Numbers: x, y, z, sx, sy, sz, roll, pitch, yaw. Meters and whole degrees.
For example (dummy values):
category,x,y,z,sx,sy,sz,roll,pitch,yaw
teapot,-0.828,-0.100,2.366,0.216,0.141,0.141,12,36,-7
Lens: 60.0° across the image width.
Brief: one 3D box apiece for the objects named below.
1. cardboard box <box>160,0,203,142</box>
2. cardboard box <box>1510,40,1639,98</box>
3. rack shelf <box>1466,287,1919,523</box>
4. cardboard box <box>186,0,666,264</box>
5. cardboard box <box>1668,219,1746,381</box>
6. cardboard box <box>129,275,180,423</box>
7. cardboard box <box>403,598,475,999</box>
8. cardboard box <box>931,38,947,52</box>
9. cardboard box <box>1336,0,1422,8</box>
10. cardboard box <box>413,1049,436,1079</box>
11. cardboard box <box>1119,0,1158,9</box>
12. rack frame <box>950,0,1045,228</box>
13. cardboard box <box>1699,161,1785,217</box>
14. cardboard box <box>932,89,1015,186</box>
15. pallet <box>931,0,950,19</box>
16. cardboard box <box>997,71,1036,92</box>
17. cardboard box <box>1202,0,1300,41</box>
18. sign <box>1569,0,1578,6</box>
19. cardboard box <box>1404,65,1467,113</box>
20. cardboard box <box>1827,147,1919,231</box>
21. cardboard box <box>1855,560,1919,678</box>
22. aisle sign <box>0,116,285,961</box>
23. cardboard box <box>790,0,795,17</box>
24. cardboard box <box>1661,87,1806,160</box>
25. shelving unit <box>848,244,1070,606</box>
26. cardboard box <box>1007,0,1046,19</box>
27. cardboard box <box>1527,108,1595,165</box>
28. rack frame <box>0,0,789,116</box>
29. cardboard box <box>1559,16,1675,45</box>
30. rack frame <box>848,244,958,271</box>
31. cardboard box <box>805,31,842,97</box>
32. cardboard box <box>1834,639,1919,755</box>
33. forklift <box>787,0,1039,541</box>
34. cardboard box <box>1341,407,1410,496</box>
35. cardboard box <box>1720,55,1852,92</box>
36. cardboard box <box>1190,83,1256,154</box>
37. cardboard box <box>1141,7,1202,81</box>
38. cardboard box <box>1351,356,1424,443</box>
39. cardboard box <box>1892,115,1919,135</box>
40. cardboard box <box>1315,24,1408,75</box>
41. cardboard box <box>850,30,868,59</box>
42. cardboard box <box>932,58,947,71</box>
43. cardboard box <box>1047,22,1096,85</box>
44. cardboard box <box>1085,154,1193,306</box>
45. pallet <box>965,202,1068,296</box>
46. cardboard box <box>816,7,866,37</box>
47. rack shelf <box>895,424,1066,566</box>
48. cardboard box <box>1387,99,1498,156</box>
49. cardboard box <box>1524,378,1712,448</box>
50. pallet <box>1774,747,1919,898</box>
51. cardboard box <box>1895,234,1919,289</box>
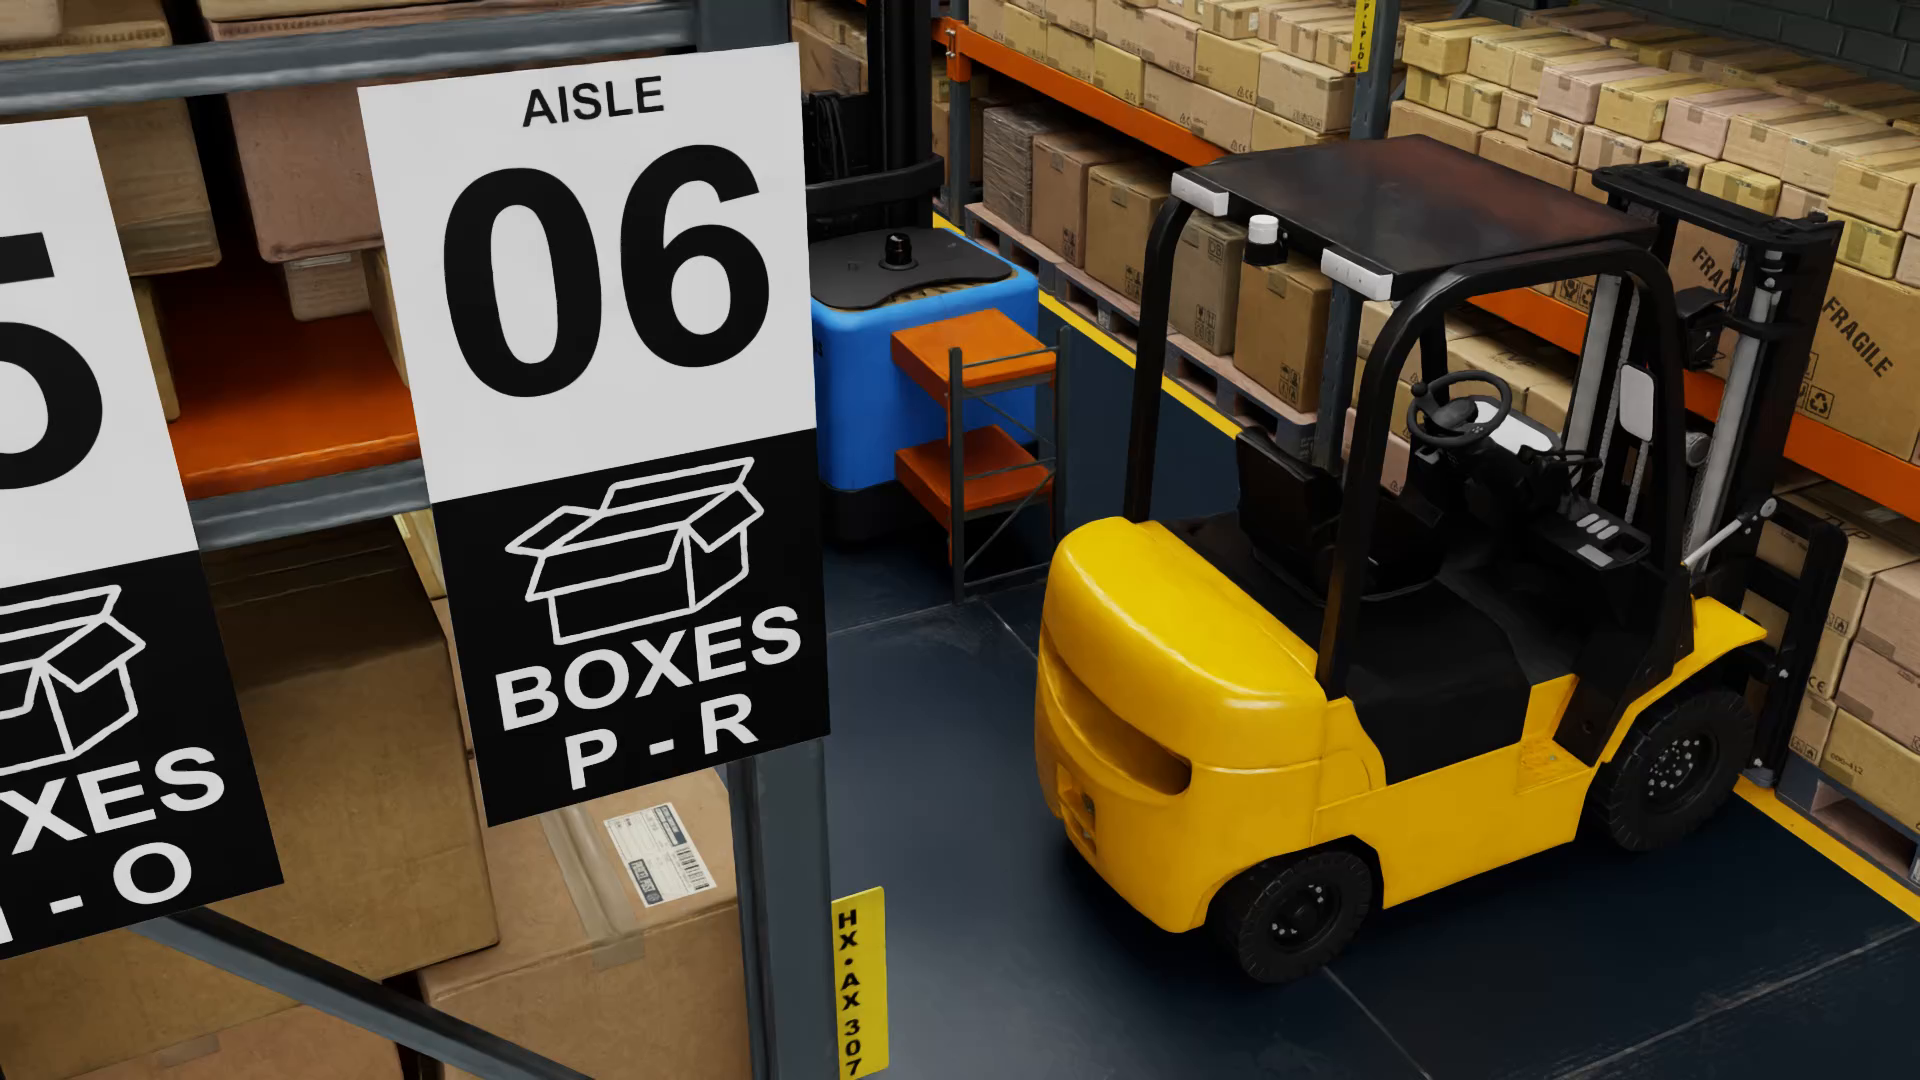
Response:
category,x,y,z,sx,sy,sz,roll,pitch,yaw
cardboard box,-1.301,-0.673,2.166,0.500,0.250,0.500,-14,32,-23
cardboard box,2.310,-1.762,6.256,0.380,0.149,0.250,-14,32,-23
rack shelf,2.988,-0.519,5.845,1.077,0.370,4.000,-13,32,-22
cardboard box,-0.610,-0.556,1.958,0.500,0.250,0.500,-14,32,-23
cardboard box,2.738,-0.833,5.566,0.500,0.500,0.500,-13,32,-22
cardboard box,-1.041,-0.203,1.736,0.380,0.149,0.250,-13,32,-22
cardboard box,-0.813,0.425,3.018,0.500,0.500,0.500,-12,31,-20
cardboard box,0.012,-3.616,12.094,0.380,0.149,0.250,-14,32,-23
cardboard box,1.998,-2.483,7.846,0.380,0.149,0.250,-13,32,-22
cardboard box,-0.715,0.902,2.832,0.380,0.149,0.250,-13,32,-21
cardboard box,1.023,-2.806,8.422,0.380,0.149,0.250,-14,32,-23
rack frame,0.412,-3.483,10.395,1.000,3.000,0.127,-13,32,-22
cardboard box,2.674,-1.160,5.486,0.380,0.149,0.250,-14,32,-23
cardboard box,0.036,-2.718,11.156,0.500,0.500,0.500,-12,31,-21
pallet,0.058,-3.684,10.950,1.213,0.211,1.003,-13,32,-22
cardboard box,0.470,-3.155,11.273,0.380,0.149,0.250,-11,31,-19
cardboard box,1.365,-2.465,7.814,0.380,0.149,0.250,-14,32,-24
sign,2.630,-2.246,7.222,0.100,0.325,0.005,-13,32,-22
cardboard box,2.029,-1.847,6.711,0.380,0.149,0.250,-14,32,-23
cardboard box,2.864,-1.063,5.008,0.380,0.149,0.250,-12,32,-21
cardboard box,3.143,0.268,5.064,0.500,0.250,0.500,-12,32,-21
aisle sign,-0.870,0.049,1.438,0.394,0.787,0.004,-13,32,-22
cardboard box,-1.203,-4.306,13.325,0.380,0.149,0.250,-14,32,-23
cardboard box,2.623,-1.417,5.641,0.380,0.149,0.250,-13,32,-22
shelving unit,-0.021,-0.507,6.987,0.538,1.125,1.048,-14,33,-21
cardboard box,0.596,-3.167,9.474,0.500,0.250,0.500,-12,31,-20
cardboard box,2.317,-1.499,6.091,0.380,0.149,0.250,-12,32,-21
rack frame,-0.635,-1.522,0.764,1.000,3.000,0.127,-13,32,-22
cardboard box,2.609,-1.976,6.637,0.380,0.149,0.250,-14,32,-23
rack frame,-0.237,-0.736,7.386,0.500,1.125,0.032,-14,33,-21
cardboard box,-0.853,-3.628,12.779,0.500,0.500,0.500,-14,32,-23
cardboard box,3.150,0.475,5.206,0.500,0.250,0.500,-13,32,-22
forklift,-0.841,-1.956,7.741,1.130,2.935,3.031,-17,33,-27
cardboard box,2.038,-0.417,7.309,0.500,0.250,0.500,-13,32,-21
cardboard box,2.992,-1.645,6.048,0.380,0.149,0.250,-14,32,-23
cardboard box,1.456,-2.040,7.974,0.500,0.250,0.500,-13,32,-22
cardboard box,1.246,-2.485,8.257,0.500,0.250,0.500,-12,32,-21
cardboard box,2.058,-0.640,7.195,0.500,0.250,0.500,-13,32,-22
cardboard box,3.257,-1.288,5.411,0.380,0.149,0.250,-13,32,-22
cardboard box,1.782,-2.147,7.247,0.380,0.149,0.250,-12,31,-20
cardboard box,-0.573,-3.616,12.095,0.380,0.149,0.250,-15,32,-24
cardboard box,-0.174,-3.138,11.243,0.380,0.149,0.250,-15,33,-25
cardboard box,0.821,-2.721,9.190,0.500,0.250,0.500,-14,32,-24
cardboard box,1.244,-1.768,9.335,0.875,0.625,0.625,-14,32,-24
pallet,0.730,-1.895,10.414,1.003,0.211,1.213,-13,32,-22
cardboard box,-0.879,-3.958,12.705,0.380,0.149,0.250,-13,32,-22
rack shelf,-0.019,-0.295,7.110,0.538,0.278,1.000,-14,33,-21
cardboard box,2.084,-1.509,6.772,0.500,0.500,0.500,-14,32,-23
cardboard box,2.488,-0.411,6.277,0.500,0.250,0.500,-12,31,-20
pallet,3.480,0.938,5.362,1.003,0.211,1.213,-13,32,-22
cardboard box,2.998,-0.824,4.888,0.380,0.149,0.250,-14,32,-24
